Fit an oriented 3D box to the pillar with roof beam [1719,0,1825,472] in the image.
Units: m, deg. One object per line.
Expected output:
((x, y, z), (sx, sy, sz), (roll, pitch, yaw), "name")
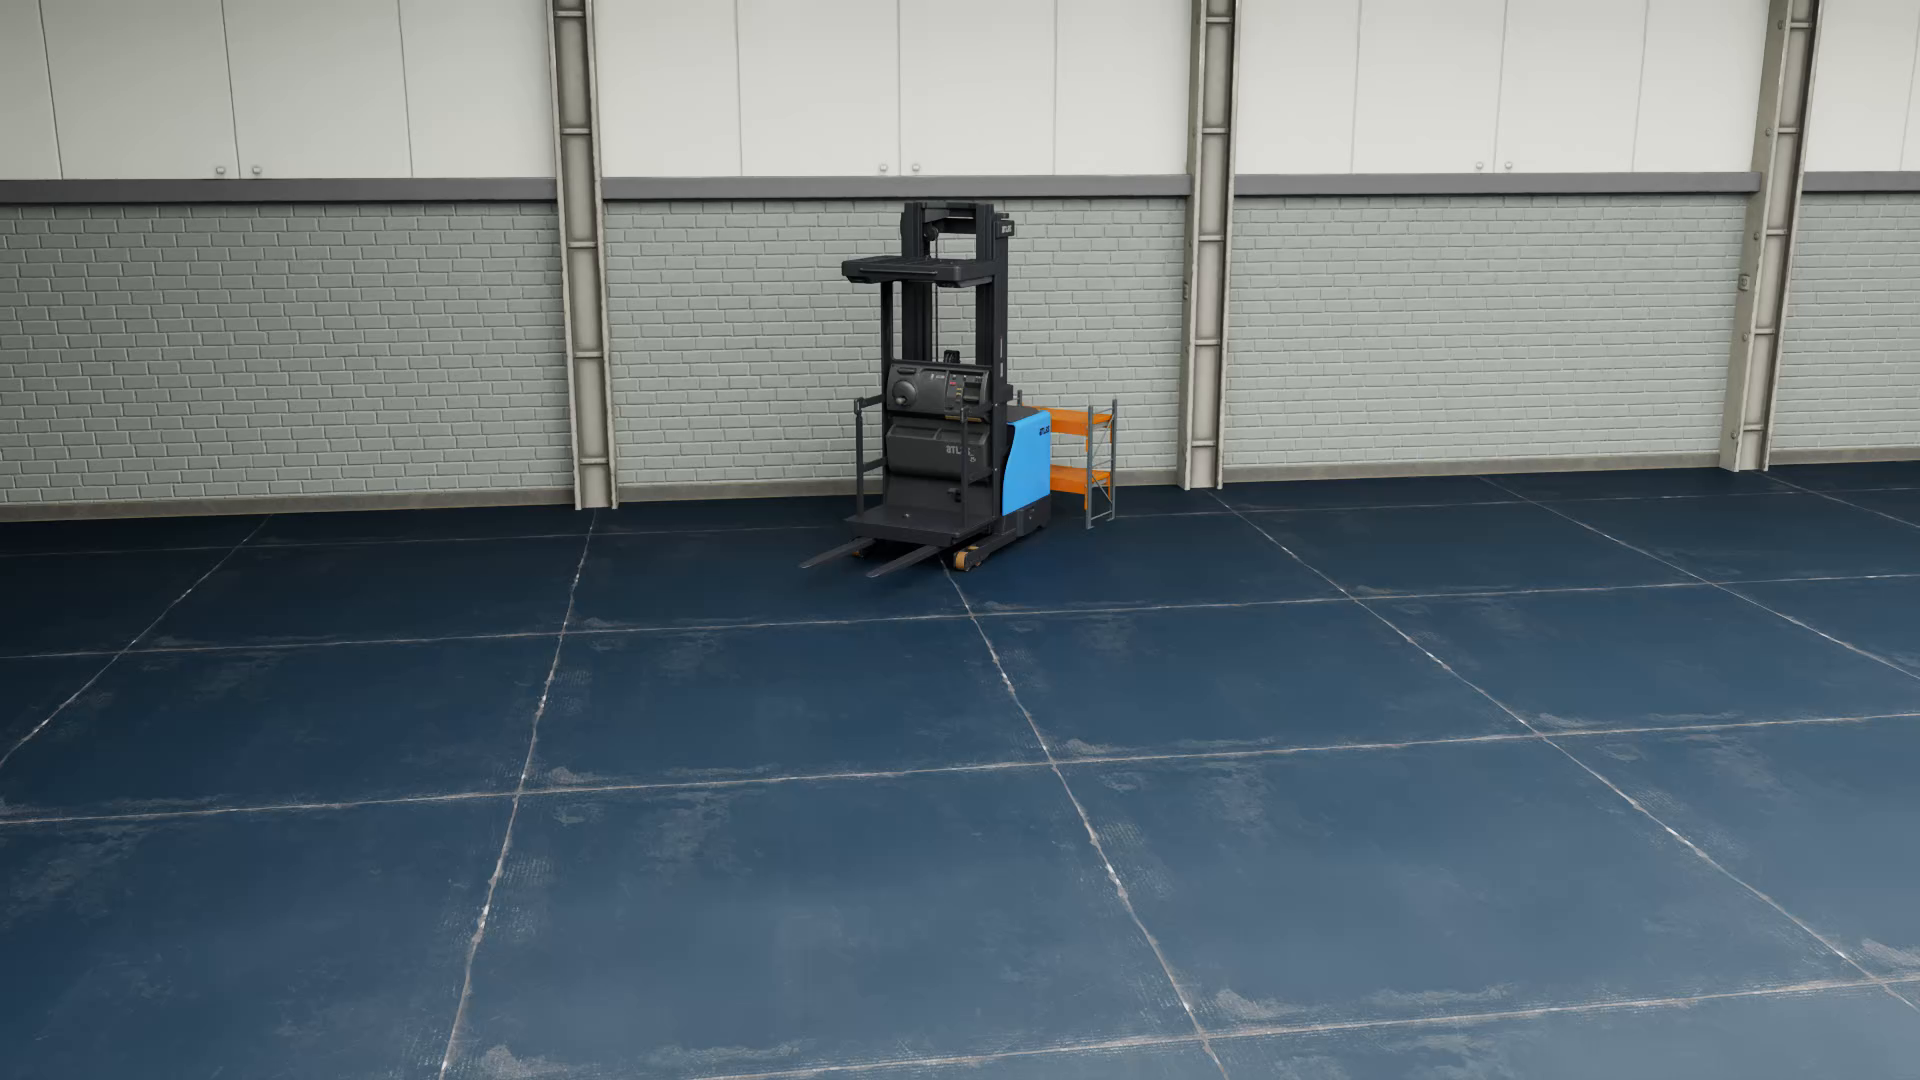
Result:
((9.007, -4.096, 12.554), (0.400, 9.000, 9.100), (-2, 14, -8), "pillar with roof beam")

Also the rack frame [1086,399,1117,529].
((1.293, -0.697, 15.188), (0.032, 1.125, 0.500), (9, 17, 32), "rack frame")

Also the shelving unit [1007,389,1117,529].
((0.868, -0.765, 15.458), (1.048, 1.125, 0.538), (9, 17, 32), "shelving unit")

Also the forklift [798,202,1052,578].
((-0.283, -1.286, 13.826), (1.130, 2.935, 3.031), (7, 16, 26), "forklift")

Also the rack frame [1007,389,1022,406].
((0.442, -0.832, 15.727), (0.032, 1.125, 0.500), (9, 17, 32), "rack frame")

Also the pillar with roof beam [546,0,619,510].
((-2.859, -3.661, 10.820), (0.400, 9.000, 9.100), (-2, 14, -8), "pillar with roof beam")

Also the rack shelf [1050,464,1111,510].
((0.868, -0.528, 15.517), (1.000, 0.278, 0.538), (9, 17, 32), "rack shelf")

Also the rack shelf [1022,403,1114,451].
((0.868, -1.049, 15.387), (1.000, 0.278, 0.538), (9, 17, 32), "rack shelf")

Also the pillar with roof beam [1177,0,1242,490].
((3.074, -3.878, 11.687), (0.400, 9.000, 9.100), (-2, 14, -8), "pillar with roof beam")
